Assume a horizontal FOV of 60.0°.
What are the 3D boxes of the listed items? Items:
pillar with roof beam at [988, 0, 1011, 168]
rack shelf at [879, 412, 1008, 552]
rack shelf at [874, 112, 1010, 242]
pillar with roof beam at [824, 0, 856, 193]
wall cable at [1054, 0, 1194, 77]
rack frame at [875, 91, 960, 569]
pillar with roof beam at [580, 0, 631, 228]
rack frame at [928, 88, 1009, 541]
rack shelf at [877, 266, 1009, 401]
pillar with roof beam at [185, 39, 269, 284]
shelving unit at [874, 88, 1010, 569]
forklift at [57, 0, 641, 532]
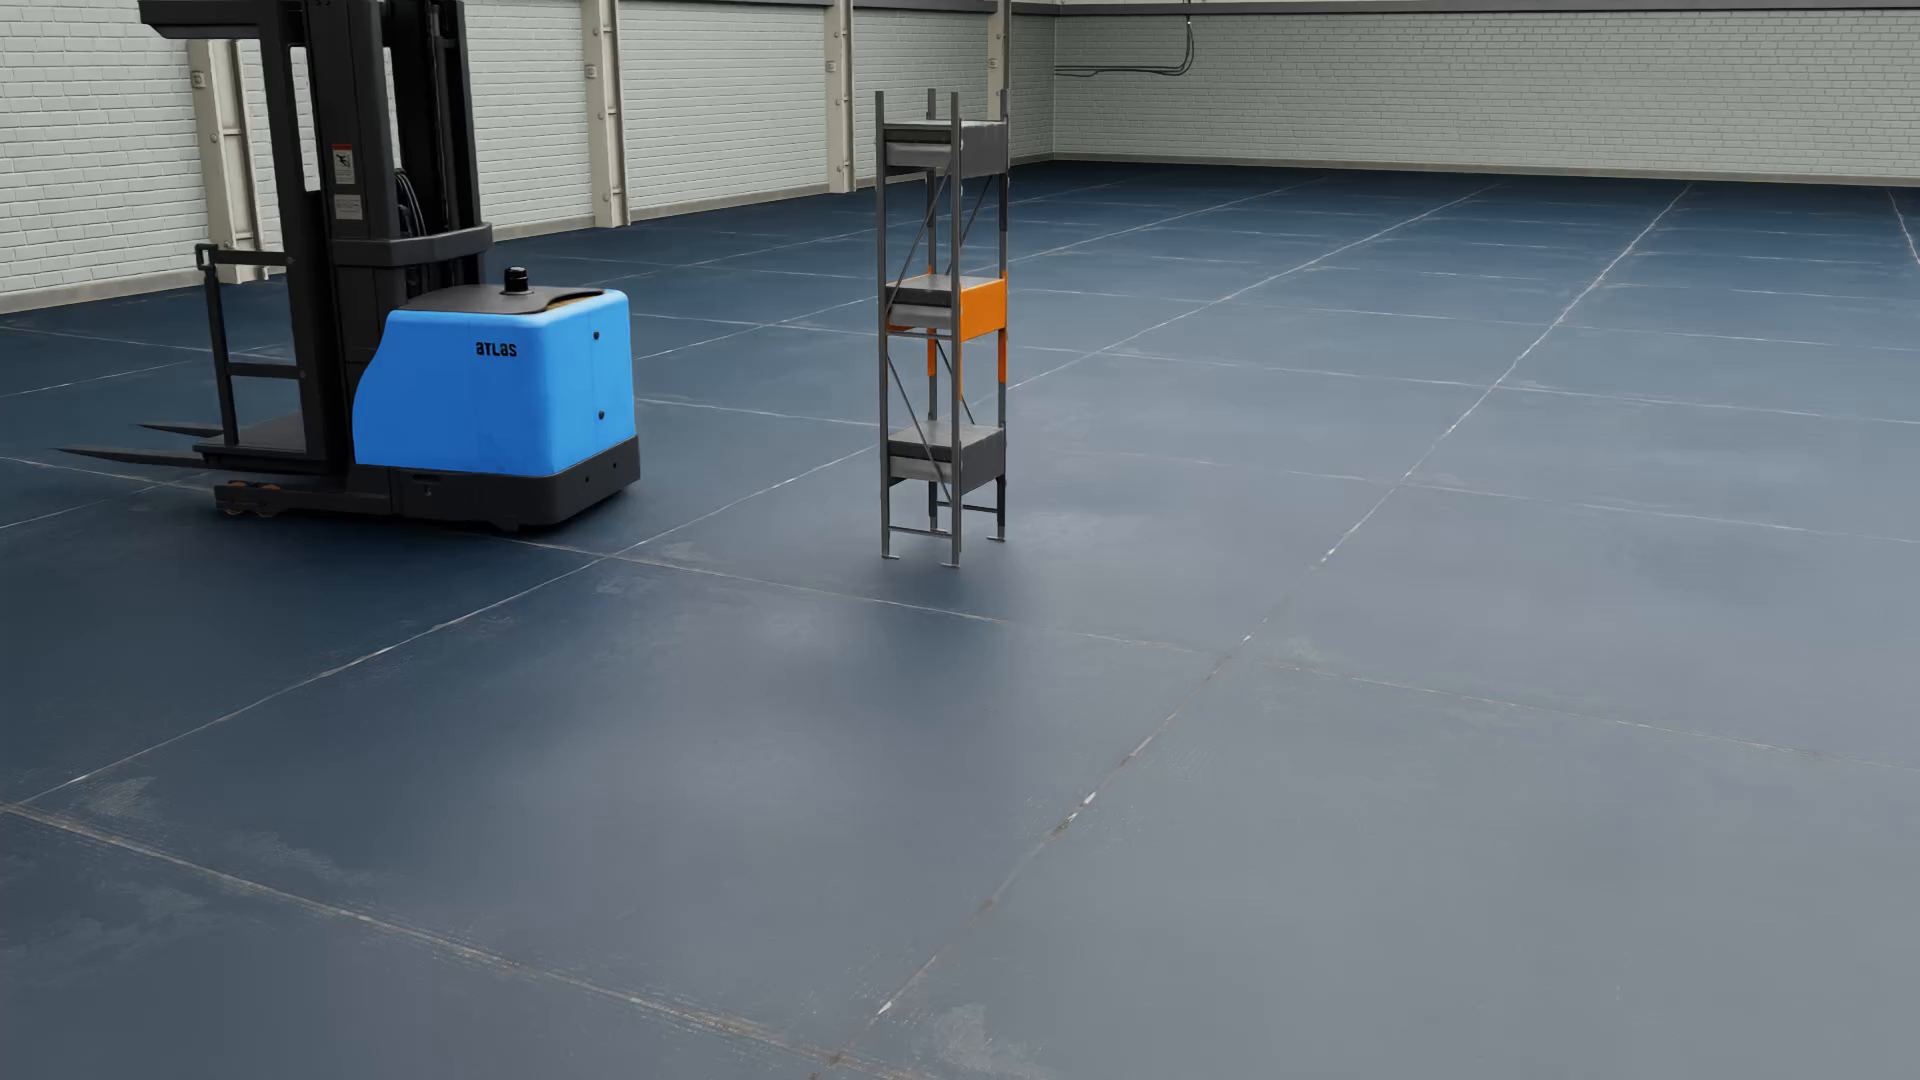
[{"bbox_3d":[4.603,-10.987,29.211,9.100,9.000,0.400,8,18,25],"label":"pillar with roof beam"},{"bbox_3d":[-0.074,-0.280,7.787,0.431,0.518,0.480,8,18,25],"label":"rack shelf"},{"bbox_3d":[-0.074,-1.622,7.388,0.431,0.518,0.480,8,18,25],"label":"rack shelf"},{"bbox_3d":[1.922,-9.459,24.066,9.100,9.000,0.400,8,18,25],"label":"pillar with roof beam"},{"bbox_3d":[3.251,-10.629,33.458,3.097,2.526,0.112,8,18,25],"label":"wall cable"},{"bbox_3d":[-0.183,-0.902,7.374,0.400,2.100,0.015,8,18,25],"label":"rack frame"},{"bbox_3d":[-0.759,-7.931,18.920,9.100,9.000,0.400,8,18,25],"label":"pillar with roof beam"},{"bbox_3d":[0.035,-1.027,7.793,0.400,2.100,0.015,8,18,25],"label":"rack frame"},{"bbox_3d":[-0.074,-0.951,7.587,0.431,0.518,0.480,8,18,25],"label":"rack shelf"},{"bbox_3d":[-3.440,-6.402,13.775,9.100,9.000,0.400,8,18,25],"label":"pillar with roof beam"},{"bbox_3d":[-0.074,-0.964,7.583,0.431,2.100,0.503,8,18,25],"label":"shelving unit"},{"bbox_3d":[-3.280,-1.656,8.454,3.031,2.935,1.130,4,17,15],"label":"forklift"}]
